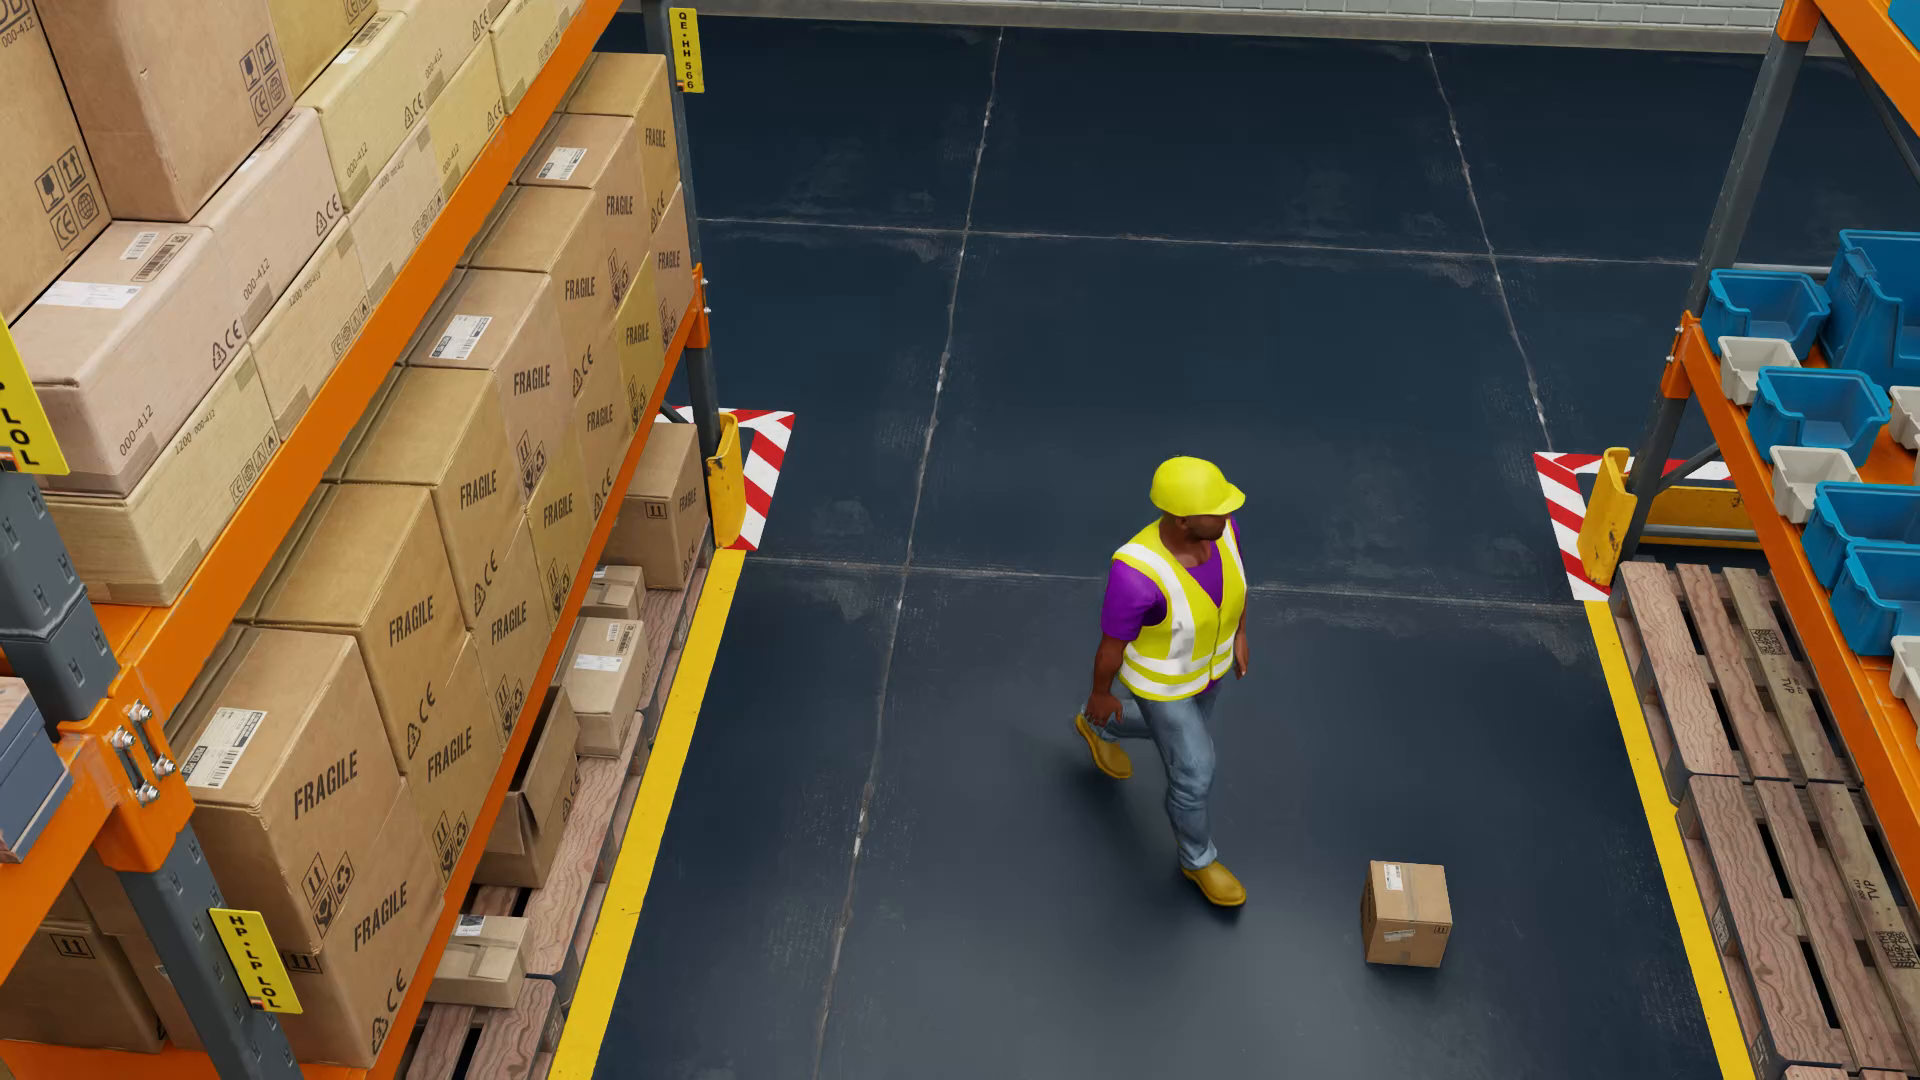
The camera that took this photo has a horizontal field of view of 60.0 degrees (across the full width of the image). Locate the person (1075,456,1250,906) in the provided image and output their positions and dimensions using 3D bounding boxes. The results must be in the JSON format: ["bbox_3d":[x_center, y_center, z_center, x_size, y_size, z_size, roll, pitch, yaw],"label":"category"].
[{"bbox_3d":[0.727,0.415,5.650,0.606,1.741,0.947,-32,49,-32],"label":"person"}]
